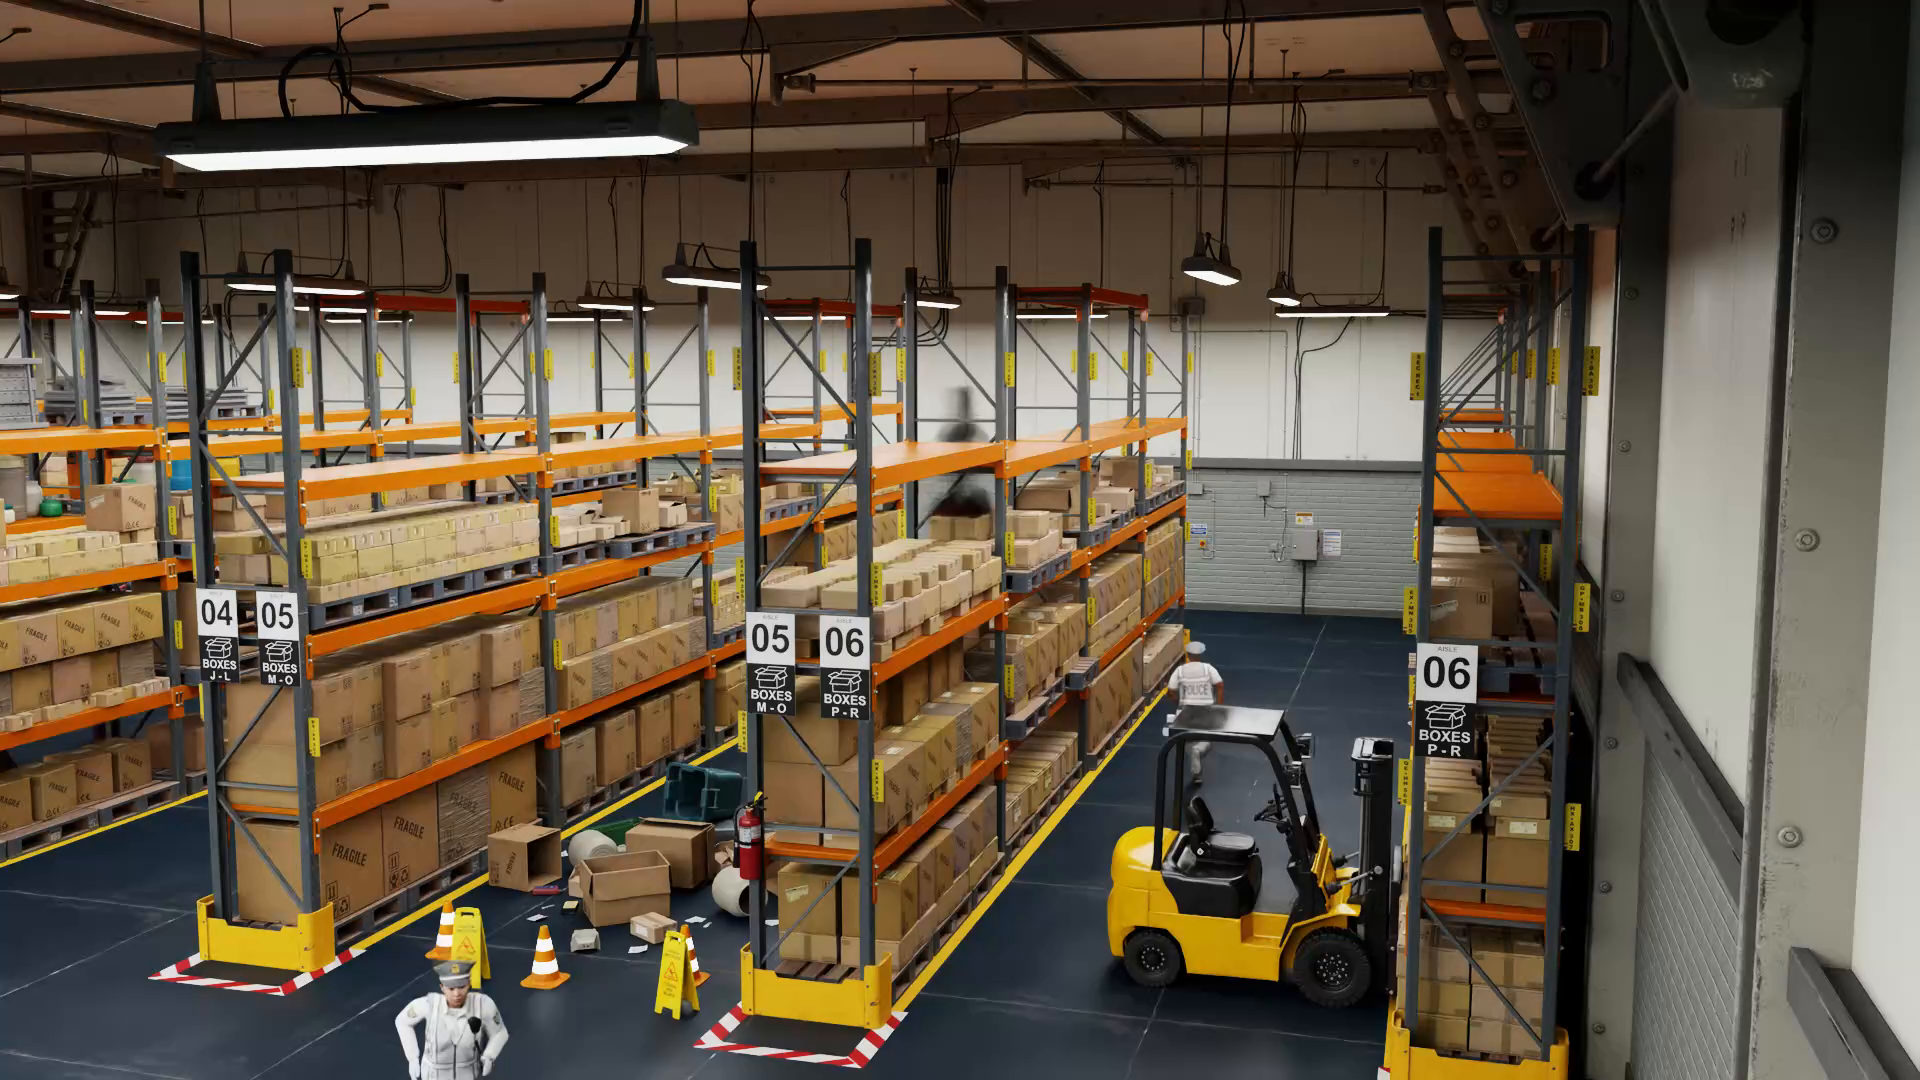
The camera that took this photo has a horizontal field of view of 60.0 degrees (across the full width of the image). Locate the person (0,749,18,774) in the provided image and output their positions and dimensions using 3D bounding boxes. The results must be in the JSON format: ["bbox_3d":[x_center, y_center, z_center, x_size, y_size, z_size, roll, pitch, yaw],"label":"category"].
[{"bbox_3d":[-11.118,2.162,19.165,0.685,1.835,0.824,2,7,13],"label":"person"}]

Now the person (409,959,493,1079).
[{"bbox_3d":[-3.074,3.255,9.993,0.456,1.675,0.870,-3,7,-23],"label":"person"}]

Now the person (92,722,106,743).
[{"bbox_3d":[-11.494,1.903,22.097,0.573,1.723,0.779,1,6,6],"label":"person"}]

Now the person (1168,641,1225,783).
[{"bbox_3d":[2.825,2.105,19.928,0.696,1.745,0.720,2,7,16],"label":"person"}]
